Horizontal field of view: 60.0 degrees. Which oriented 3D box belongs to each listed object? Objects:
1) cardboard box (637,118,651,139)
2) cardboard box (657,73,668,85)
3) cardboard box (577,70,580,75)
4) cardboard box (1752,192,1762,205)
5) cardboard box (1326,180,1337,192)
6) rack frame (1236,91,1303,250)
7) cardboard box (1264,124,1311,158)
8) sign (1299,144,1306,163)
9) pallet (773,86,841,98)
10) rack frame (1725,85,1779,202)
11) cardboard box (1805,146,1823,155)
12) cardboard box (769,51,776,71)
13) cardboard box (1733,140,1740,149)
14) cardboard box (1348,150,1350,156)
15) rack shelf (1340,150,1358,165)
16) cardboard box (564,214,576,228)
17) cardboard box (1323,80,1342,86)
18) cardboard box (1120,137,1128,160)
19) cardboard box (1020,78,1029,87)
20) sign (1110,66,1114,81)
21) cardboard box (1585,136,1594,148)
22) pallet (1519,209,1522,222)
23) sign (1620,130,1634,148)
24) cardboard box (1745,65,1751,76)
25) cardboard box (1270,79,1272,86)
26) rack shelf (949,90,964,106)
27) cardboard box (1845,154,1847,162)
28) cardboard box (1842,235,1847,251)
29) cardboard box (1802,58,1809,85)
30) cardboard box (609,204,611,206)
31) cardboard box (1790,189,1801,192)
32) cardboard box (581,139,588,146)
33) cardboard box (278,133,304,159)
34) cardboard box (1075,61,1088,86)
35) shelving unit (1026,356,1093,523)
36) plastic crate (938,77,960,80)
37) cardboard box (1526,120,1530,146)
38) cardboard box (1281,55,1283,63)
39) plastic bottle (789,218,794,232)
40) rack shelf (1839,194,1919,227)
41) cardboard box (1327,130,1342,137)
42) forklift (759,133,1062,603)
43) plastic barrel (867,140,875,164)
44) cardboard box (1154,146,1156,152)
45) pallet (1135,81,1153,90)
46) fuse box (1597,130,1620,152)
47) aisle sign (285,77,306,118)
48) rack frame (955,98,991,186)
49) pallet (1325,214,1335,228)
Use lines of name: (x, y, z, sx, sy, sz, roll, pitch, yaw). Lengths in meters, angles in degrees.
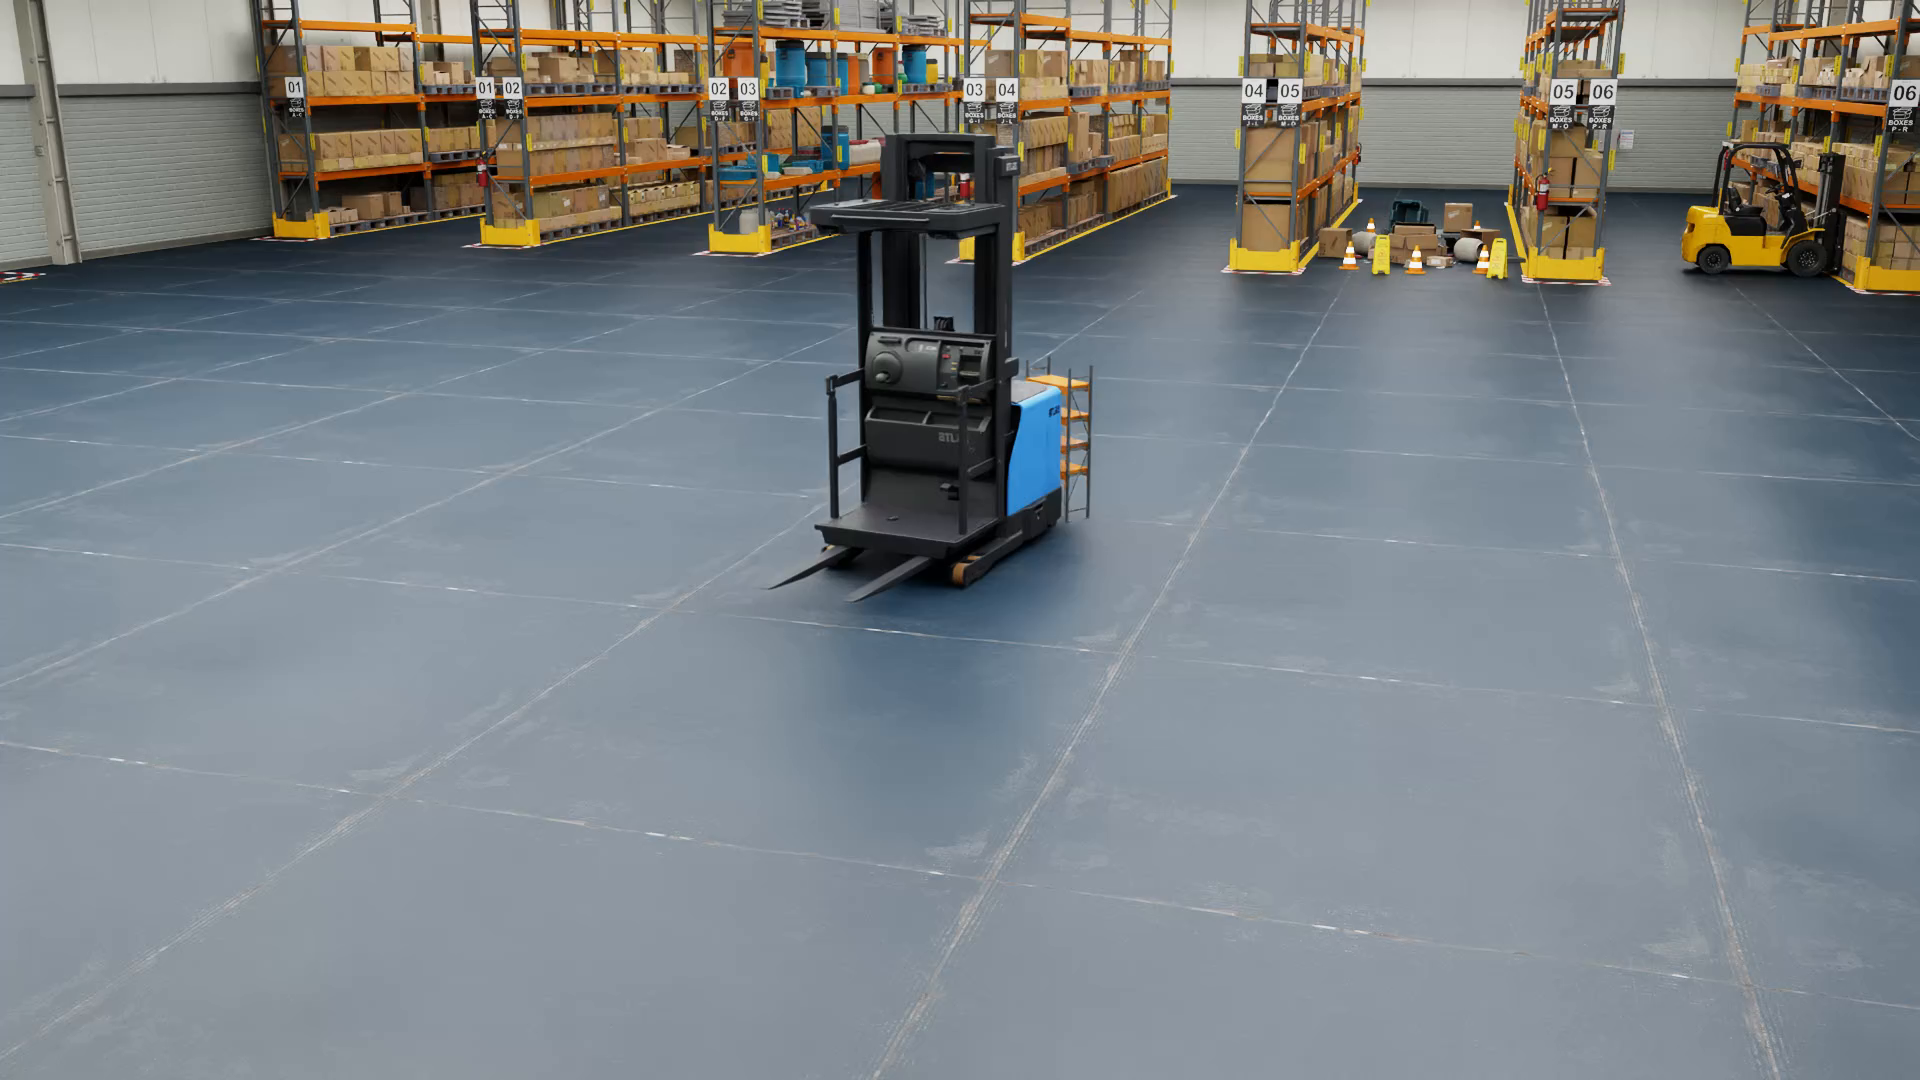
cardboard box: (-9.468, -11.731, 47.640, 0.980, 0.700, 0.700, 4, 16, 15)
cardboard box: (-7.039, -10.598, 38.205, 0.500, 0.250, 0.500, 4, 16, 15)
cardboard box: (-8.345, -9.806, 35.045, 0.500, 0.311, 0.500, 4, 16, 13)
cardboard box: (17.882, -7.451, 36.912, 0.500, 0.500, 0.500, 5, 17, 18)
cardboard box: (8.136, -7.910, 37.156, 0.500, 0.250, 0.500, 4, 16, 15)
rack frame: (5.291, -6.162, 28.558, 1.000, 3.000, 0.127, 5, 16, 16)
cardboard box: (5.791, -7.135, 29.734, 0.875, 0.550, 0.550, 5, 16, 16)
sign: (5.821, -6.572, 28.272, 0.100, 0.325, 0.005, 5, 16, 16)
pallet: (-3.159, -9.160, 33.975, 1.213, 0.211, 1.003, 5, 16, 16)
rack frame: (19.372, -9.607, 40.702, 1.000, 3.000, 0.127, 5, 16, 16)
cardboard box: (16.182, -7.346, 31.360, 0.380, 0.149, 0.250, 4, 16, 14)
cardboard box: (-5.143, -12.704, 44.110, 0.700, 0.500, 0.500, 5, 16, 16)
cardboard box: (18.842, -9.448, 39.872, 0.500, 0.250, 0.500, 5, 17, 16)
cardboard box: (9.423, -9.578, 41.061, 0.380, 0.149, 0.250, 5, 17, 18)
rack shelf: (9.269, -9.479, 41.570, 1.077, 0.370, 4.000, 5, 16, 16)
cardboard box: (-8.286, -6.607, 34.394, 0.500, 0.250, 0.500, 5, 16, 16)
cardboard box: (7.982, -9.875, 35.968, 0.500, 0.500, 0.500, 5, 16, 16)
cardboard box: (3.667, -9.221, 39.157, 0.500, 0.500, 0.500, 5, 16, 16)
cardboard box: (1.030, -8.250, 29.968, 0.380, 0.149, 0.250, 5, 17, 17)
sign: (3.357, -10.315, 36.756, 0.100, 0.325, 0.005, 5, 16, 16)
cardboard box: (11.610, -7.345, 31.230, 0.500, 0.500, 0.500, 5, 17, 17)
pallet: (13.329, -7.395, 38.015, 1.003, 0.211, 1.213, 5, 16, 16)
sign: (18.697, -11.237, 46.624, 0.329, 0.494, 0.001, 5, 16, 16)
cardboard box: (18.713, -11.001, 38.933, 0.500, 0.250, 0.500, 4, 16, 15)
cardboard box: (5.277, -8.047, 29.214, 0.380, 0.149, 0.250, 5, 17, 16)
rack shelf: (-0.206, -11.717, 43.964, 1.077, 0.370, 4.000, 5, 16, 16)
cardboard box: (15.283, -6.499, 28.374, 0.380, 0.149, 0.250, 4, 16, 15)
cardboard box: (14.944, -4.959, 27.670, 0.500, 0.250, 0.500, 4, 16, 15)
cardboard box: (16.659, -9.085, 32.228, 0.500, 0.500, 0.500, 5, 17, 16)
cardboard box: (-7.956, -7.399, 37.188, 0.500, 0.250, 0.500, 4, 16, 15)
cardboard box: (18.100, -7.483, 35.836, 0.380, 0.149, 0.250, 5, 17, 17)
cardboard box: (-8.030, -8.329, 34.826, 0.380, 0.149, 0.250, 5, 17, 17)
cardboard box: (-13.753, -8.164, 34.478, 0.500, 0.500, 0.500, 4, 16, 15)
cardboard box: (2.196, -9.676, 34.492, 0.797, 0.503, 0.637, 5, 17, 18)
shelving unit: (0.759, -0.783, 12.890, 0.258, 1.200, 0.503, -12, 20, -36)
plastic crate: (-0.336, -12.178, 44.385, 0.504, 0.338, 0.767, 5, 16, 16)
cardboard box: (12.235, -8.583, 35.075, 0.500, 0.500, 0.500, 4, 16, 14)
cardboard box: (5.710, -8.829, 30.509, 0.380, 0.149, 0.250, 5, 17, 16)
plastic bottle: (-3.371, -6.307, 33.261, 0.097, 0.271, 0.097, 0, 16, 0)
rack shelf: (15.394, -5.598, 27.887, 1.077, 0.370, 4.000, 5, 16, 16)
cardboard box: (8.774, -9.549, 39.099, 0.380, 0.149, 0.250, 5, 17, 18)
forklift: (-0.313, -1.228, 11.287, 1.130, 2.935, 3.031, 7, 17, 24)
plastic barrel: (-2.119, -8.708, 37.329, 0.421, 0.512, 0.421, 0, 16, 0)
cardboard box: (4.819, -10.051, 42.730, 0.380, 0.149, 0.250, 4, 16, 14)
pallet: (4.217, -11.326, 41.431, 1.003, 0.211, 1.213, 5, 16, 16)
fuse box: (18.165, -10.647, 46.730, 0.539, 1.711, 0.414, 5, 16, 16)
aisle sign: (-13.416, -8.934, 33.567, 0.394, 0.787, 0.004, 5, 16, 16)
rack frame: (0.362, -11.143, 46.120, 1.000, 3.000, 0.127, 5, 16, 16)
pallet: (7.788, -7.118, 37.038, 1.003, 0.211, 1.213, 5, 16, 16)
